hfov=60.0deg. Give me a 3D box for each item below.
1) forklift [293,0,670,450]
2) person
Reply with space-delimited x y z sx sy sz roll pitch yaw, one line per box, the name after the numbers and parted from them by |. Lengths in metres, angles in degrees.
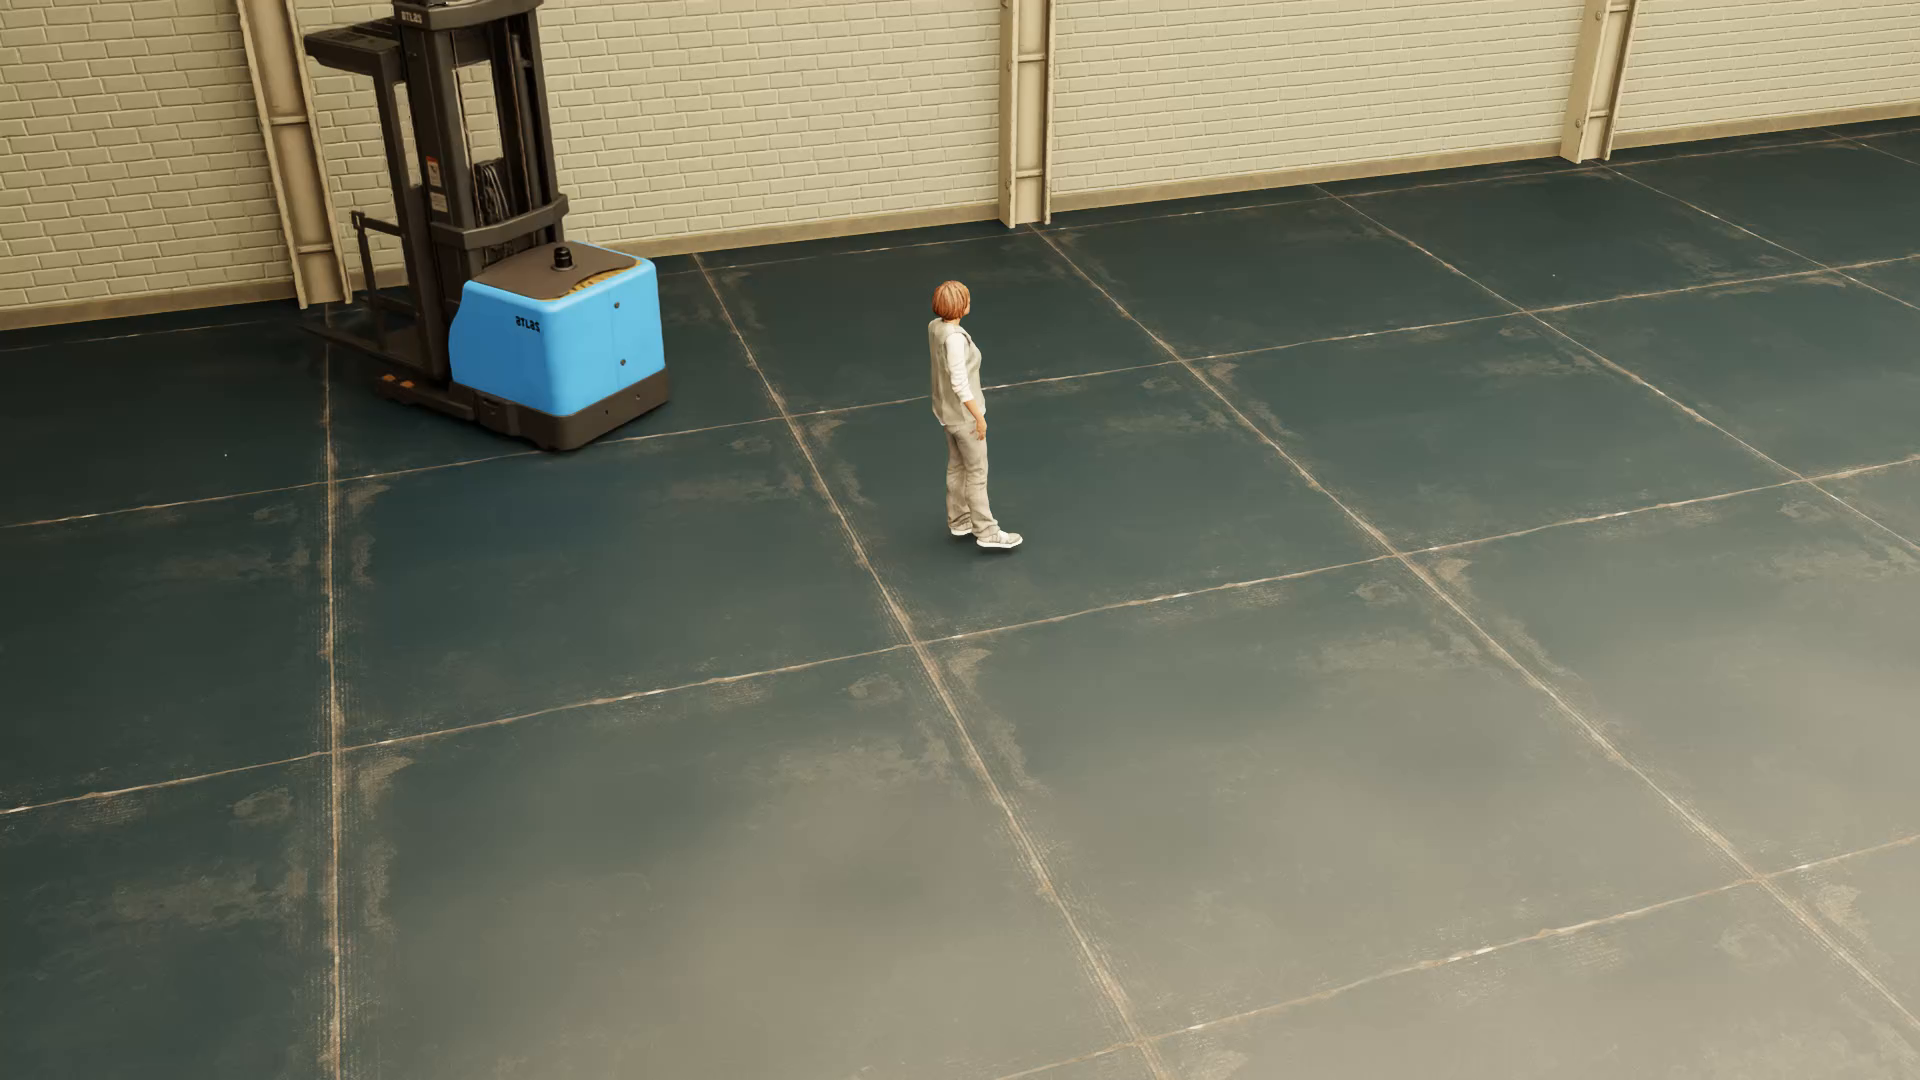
-3.531 -2.417 11.287 3.031 2.935 1.130 18 35 29 | forklift
0.075 -0.739 9.614 0.472 1.598 0.521 -10 31 -16 | person
